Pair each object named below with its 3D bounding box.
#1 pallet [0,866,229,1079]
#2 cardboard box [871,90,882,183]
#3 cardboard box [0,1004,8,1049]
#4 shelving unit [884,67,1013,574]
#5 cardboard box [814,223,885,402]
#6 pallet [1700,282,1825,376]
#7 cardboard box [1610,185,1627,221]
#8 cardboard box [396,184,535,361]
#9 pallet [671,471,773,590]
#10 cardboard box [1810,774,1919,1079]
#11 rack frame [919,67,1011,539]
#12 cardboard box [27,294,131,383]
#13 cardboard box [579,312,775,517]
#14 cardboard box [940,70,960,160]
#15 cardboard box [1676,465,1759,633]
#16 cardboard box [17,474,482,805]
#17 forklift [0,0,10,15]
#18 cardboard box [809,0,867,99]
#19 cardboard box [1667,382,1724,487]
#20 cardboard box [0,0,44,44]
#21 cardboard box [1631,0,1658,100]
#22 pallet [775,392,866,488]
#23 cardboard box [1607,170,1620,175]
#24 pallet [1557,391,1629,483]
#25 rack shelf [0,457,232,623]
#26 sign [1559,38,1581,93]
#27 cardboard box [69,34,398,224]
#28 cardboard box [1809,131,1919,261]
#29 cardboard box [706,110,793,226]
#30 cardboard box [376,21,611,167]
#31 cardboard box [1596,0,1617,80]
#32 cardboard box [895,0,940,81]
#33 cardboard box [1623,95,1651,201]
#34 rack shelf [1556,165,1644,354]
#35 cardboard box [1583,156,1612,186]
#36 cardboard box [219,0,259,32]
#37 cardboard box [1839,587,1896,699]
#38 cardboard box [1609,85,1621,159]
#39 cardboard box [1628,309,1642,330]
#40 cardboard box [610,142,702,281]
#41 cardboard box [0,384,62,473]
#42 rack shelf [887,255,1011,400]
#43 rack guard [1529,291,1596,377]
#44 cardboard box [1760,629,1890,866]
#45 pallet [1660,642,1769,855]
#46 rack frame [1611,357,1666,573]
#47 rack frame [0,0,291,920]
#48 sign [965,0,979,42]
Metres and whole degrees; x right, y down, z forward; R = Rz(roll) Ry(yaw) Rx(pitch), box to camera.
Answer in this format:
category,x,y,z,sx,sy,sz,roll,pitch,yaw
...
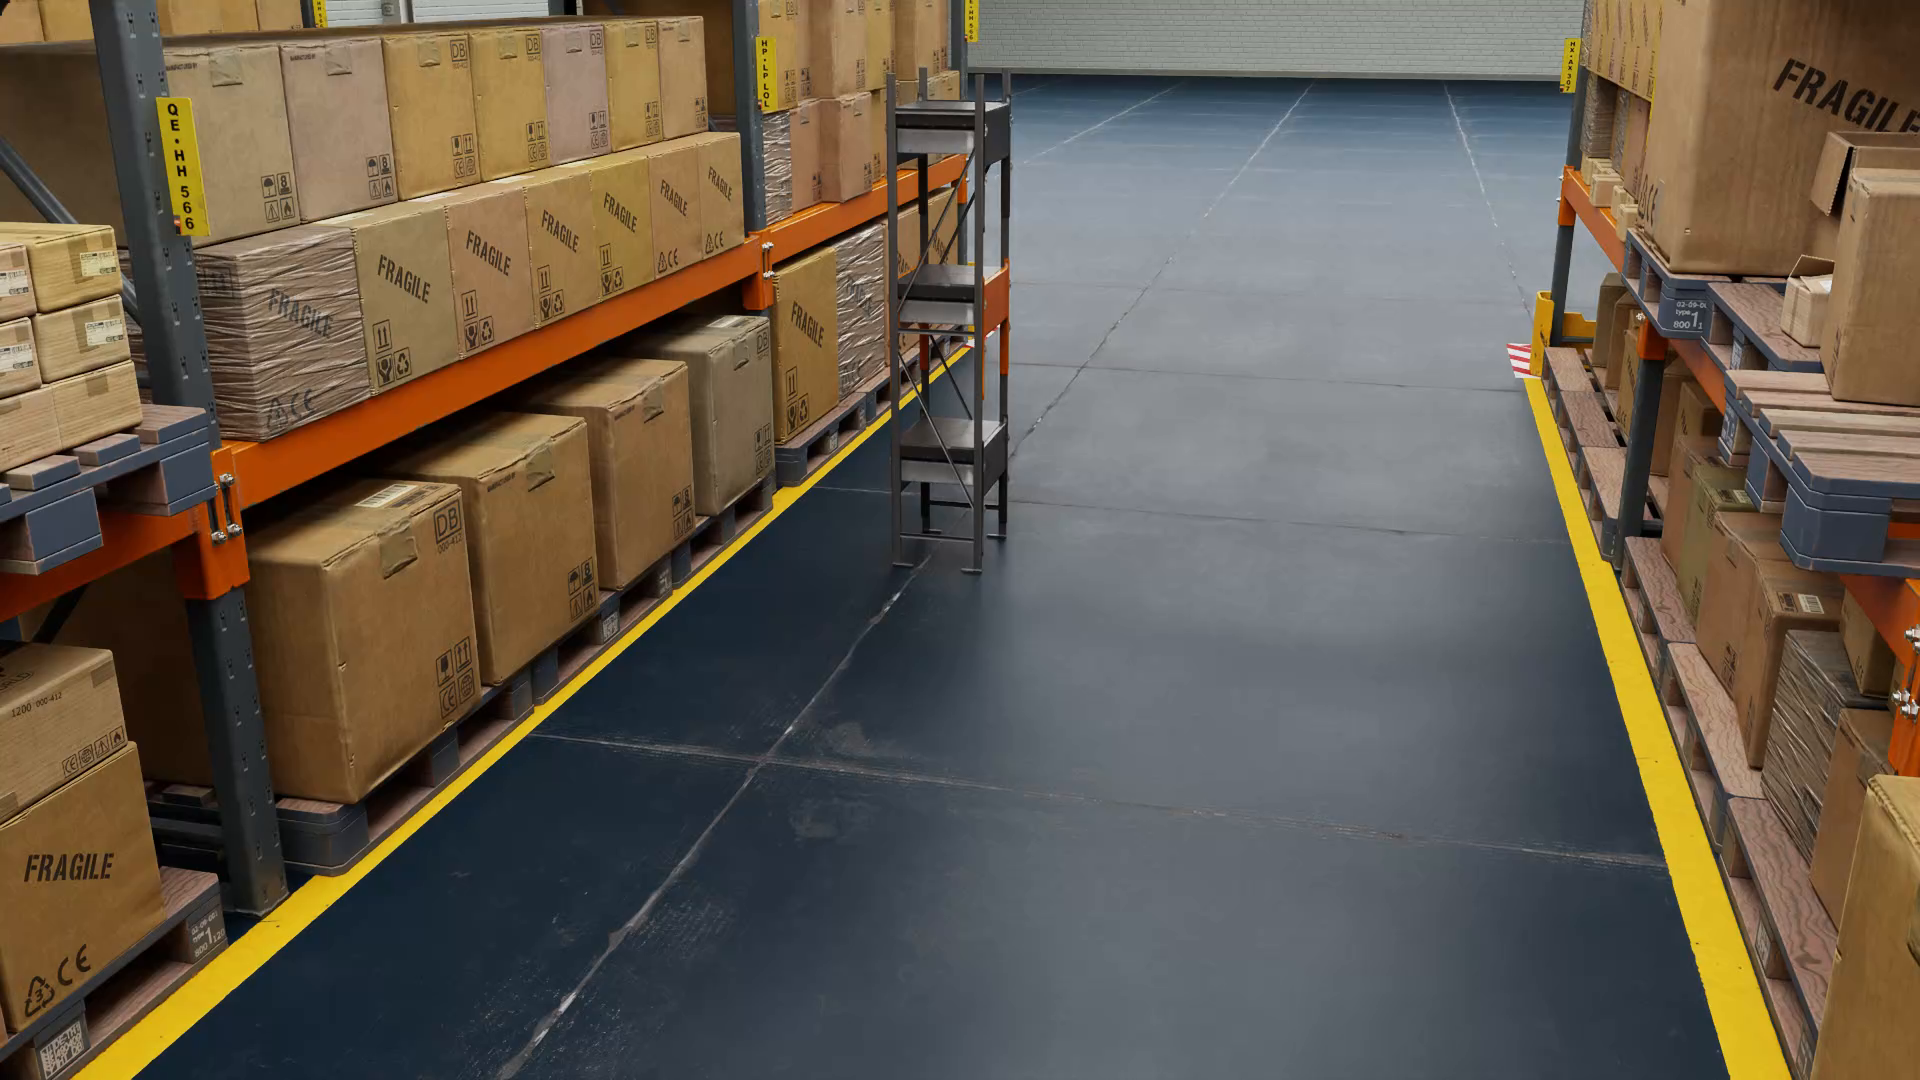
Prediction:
category,x,y,z,sx,sy,sz,roll,pitch,yaw
pallet,-2.593,1.139,4.027,1.003,0.211,1.213,5,19,13
cardboard box,-0.954,-2.375,9.769,0.875,0.550,0.500,5,19,13
cardboard box,-2.439,0.948,3.490,0.500,0.500,0.500,5,20,16
shelving unit,-0.040,-0.942,7.196,0.431,2.100,0.503,5,19,13
cardboard box,-0.985,-1.347,9.628,0.875,0.875,0.875,5,19,14
pallet,2.828,-0.535,4.911,1.003,0.211,1.213,5,19,13
cardboard box,3.510,-1.697,8.403,0.380,0.149,0.250,5,19,13
cardboard box,-1.784,-0.910,5.557,0.500,0.500,0.500,5,19,13
pallet,-1.539,-0.112,7.689,1.003,0.211,1.213,5,19,13
cardboard box,2.195,1.019,2.701,1.225,0.875,0.875,4,19,11
rack frame,0.019,-1.018,7.420,0.400,2.100,0.015,5,19,13
cardboard box,-2.080,-0.456,3.659,0.380,0.149,0.250,5,20,15
cardboard box,-1.488,-0.612,7.669,1.050,0.750,0.750,5,19,13
cardboard box,-0.493,-2.884,11.259,0.875,0.550,0.550,5,19,13
cardboard box,3.056,0.057,6.065,0.700,0.500,0.500,5,19,13
cardboard box,-2.165,0.256,5.127,1.050,0.750,0.750,4,19,13
forklift,-4.420,-1.220,6.724,1.130,2.935,3.031,3,19,9
cardboard box,-1.013,-2.714,9.091,0.875,0.550,0.550,5,19,13
cardboard box,3.498,-0.394,7.418,0.500,0.500,0.500,4,19,12
cardboard box,-5.784,-2.979,9.607,0.700,0.500,0.500,5,19,14
cardboard box,3.326,-2.237,7.434,0.500,0.500,0.500,5,19,13
pallet,-1.162,-0.592,9.094,1.003,0.211,1.213,5,19,13
cardboard box,3.739,-1.928,9.080,0.380,0.149,0.250,5,19,13
pallet,3.787,-0.533,8.922,1.003,0.211,1.213,5,19,13
rack shelf,-2.889,0.542,2.574,1.077,0.370,4.000,5,19,13
sign,3.813,-2.962,10.380,0.100,0.325,0.005,5,19,13
cardboard box,-2.159,-1.245,4.990,0.700,0.500,0.500,4,19,13
cardboard box,3.028,-0.953,5.028,0.797,0.503,0.637,7,20,19
cardboard box,-1.345,-1.867,8.281,0.875,0.550,0.550,5,19,13
cardboard box,-1.787,-1.724,6.393,0.700,0.500,0.500,5,19,14
cardboard box,3.690,-2.707,8.811,0.500,0.500,0.500,5,19,13
cardboard box,-0.619,-3.222,10.578,0.875,0.550,0.550,5,19,13
cardboard box,3.712,-1.899,7.991,0.875,0.500,0.500,5,19,13
rack shelf,3.850,-1.542,8.676,1.077,0.370,4.000,5,19,13
cardboard box,3.883,-2.166,9.778,0.380,0.149,0.250,5,19,13
cardboard box,-5.315,-3.618,11.478,0.700,0.500,0.500,5,19,14
cardboard box,2.639,0.238,4.376,0.500,0.250,0.500,7,20,20
cardboard box,4.172,-2.361,9.346,0.875,0.500,0.500,5,19,13
cardboard box,3.886,-0.946,9.035,0.500,0.500,0.500,7,20,18
cardboard box,-1.415,-1.384,6.943,0.500,0.500,0.500,4,19,13
cardboard box,-2.138,-0.237,3.480,0.380,0.149,0.250,5,19,13
rack shelf,-0.040,-0.929,7.201,0.431,0.518,0.480,5,19,13
rack guard,4.320,-1.303,10.729,1.175,0.500,0.348,5,19,13
cardboard box,2.652,0.586,4.518,0.700,0.500,0.500,3,19,9
pallet,2.877,0.691,5.337,1.003,0.211,1.213,5,19,13
rack frame,3.362,-1.256,6.724,1.000,3.000,0.127,5,19,13
rack frame,-2.401,-0.426,4.293,1.000,3.000,0.127,5,19,13
sign,0.077,-3.546,11.271,0.100,0.325,0.005,5,19,13
